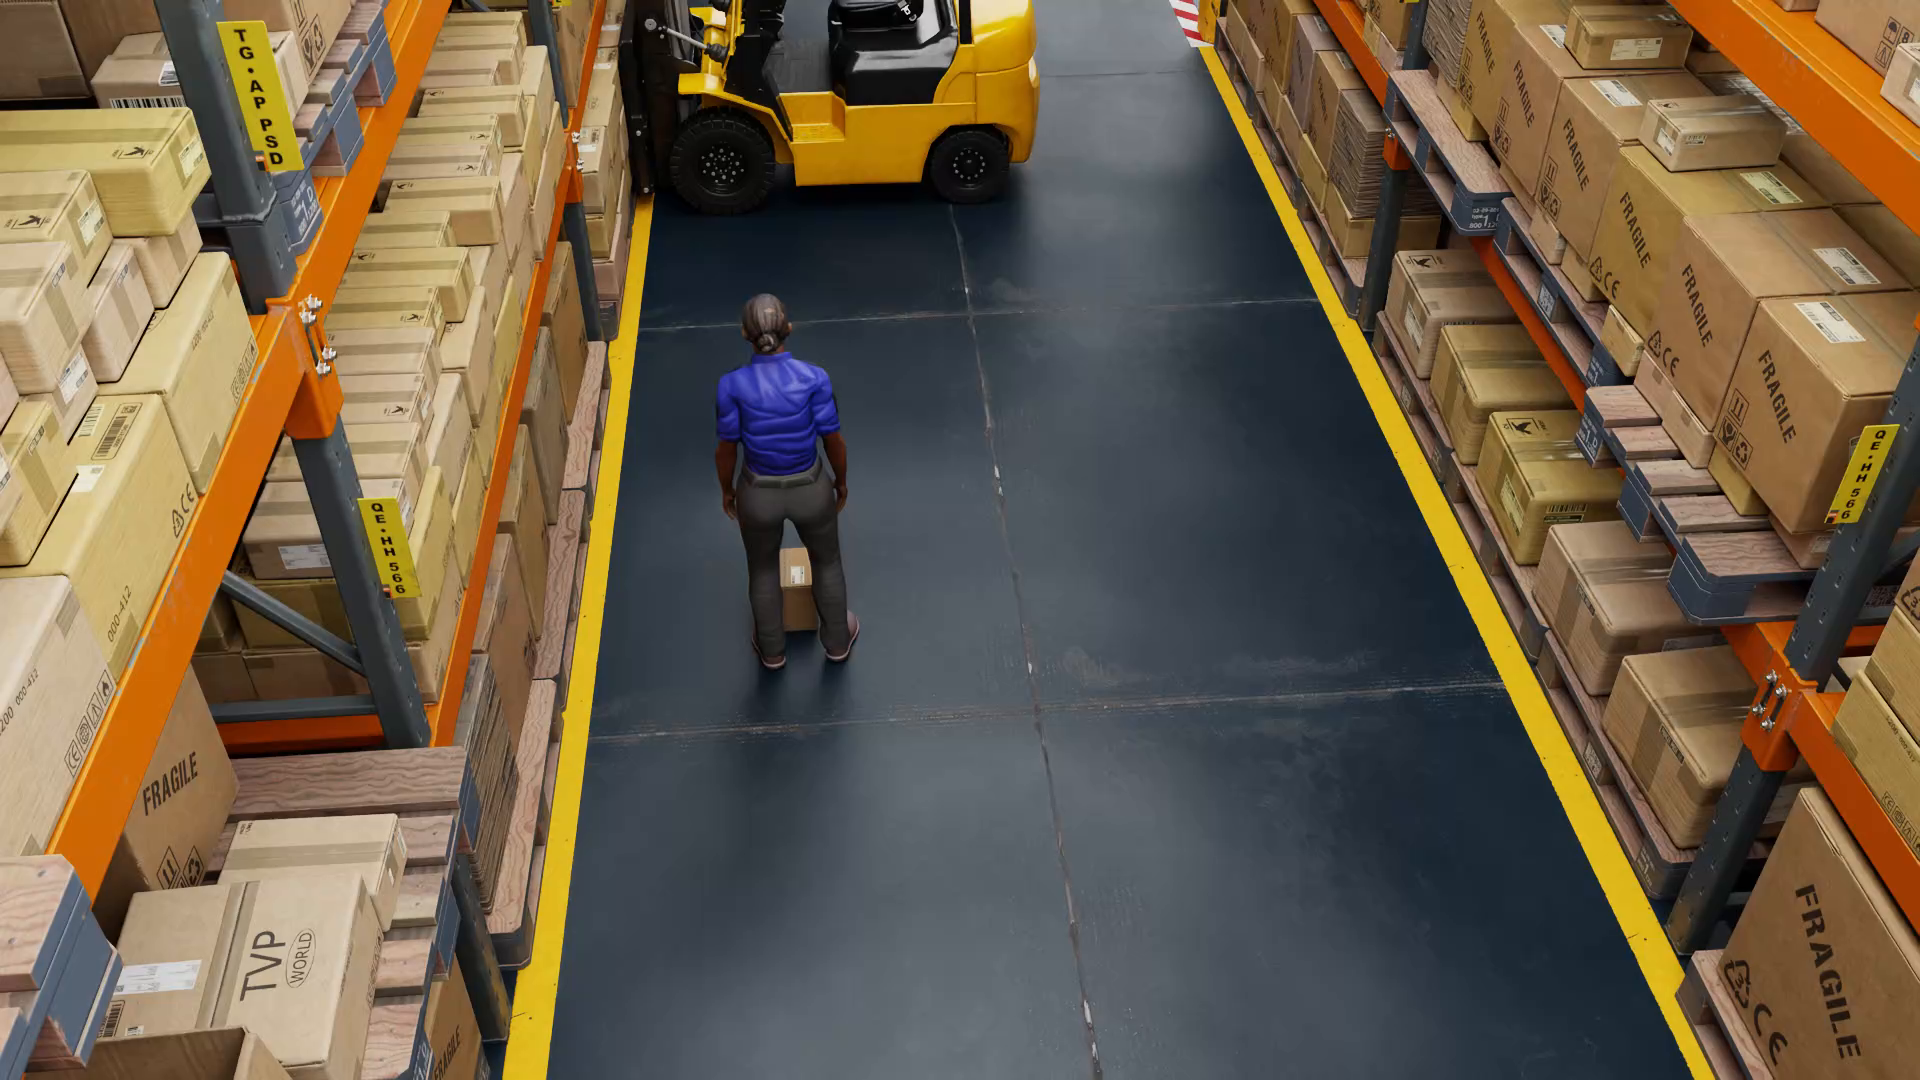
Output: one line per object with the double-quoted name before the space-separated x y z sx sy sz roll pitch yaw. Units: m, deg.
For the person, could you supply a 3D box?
"person" -0.667 -0.191 6.391 0.507 1.655 0.349 -4 40 -5
